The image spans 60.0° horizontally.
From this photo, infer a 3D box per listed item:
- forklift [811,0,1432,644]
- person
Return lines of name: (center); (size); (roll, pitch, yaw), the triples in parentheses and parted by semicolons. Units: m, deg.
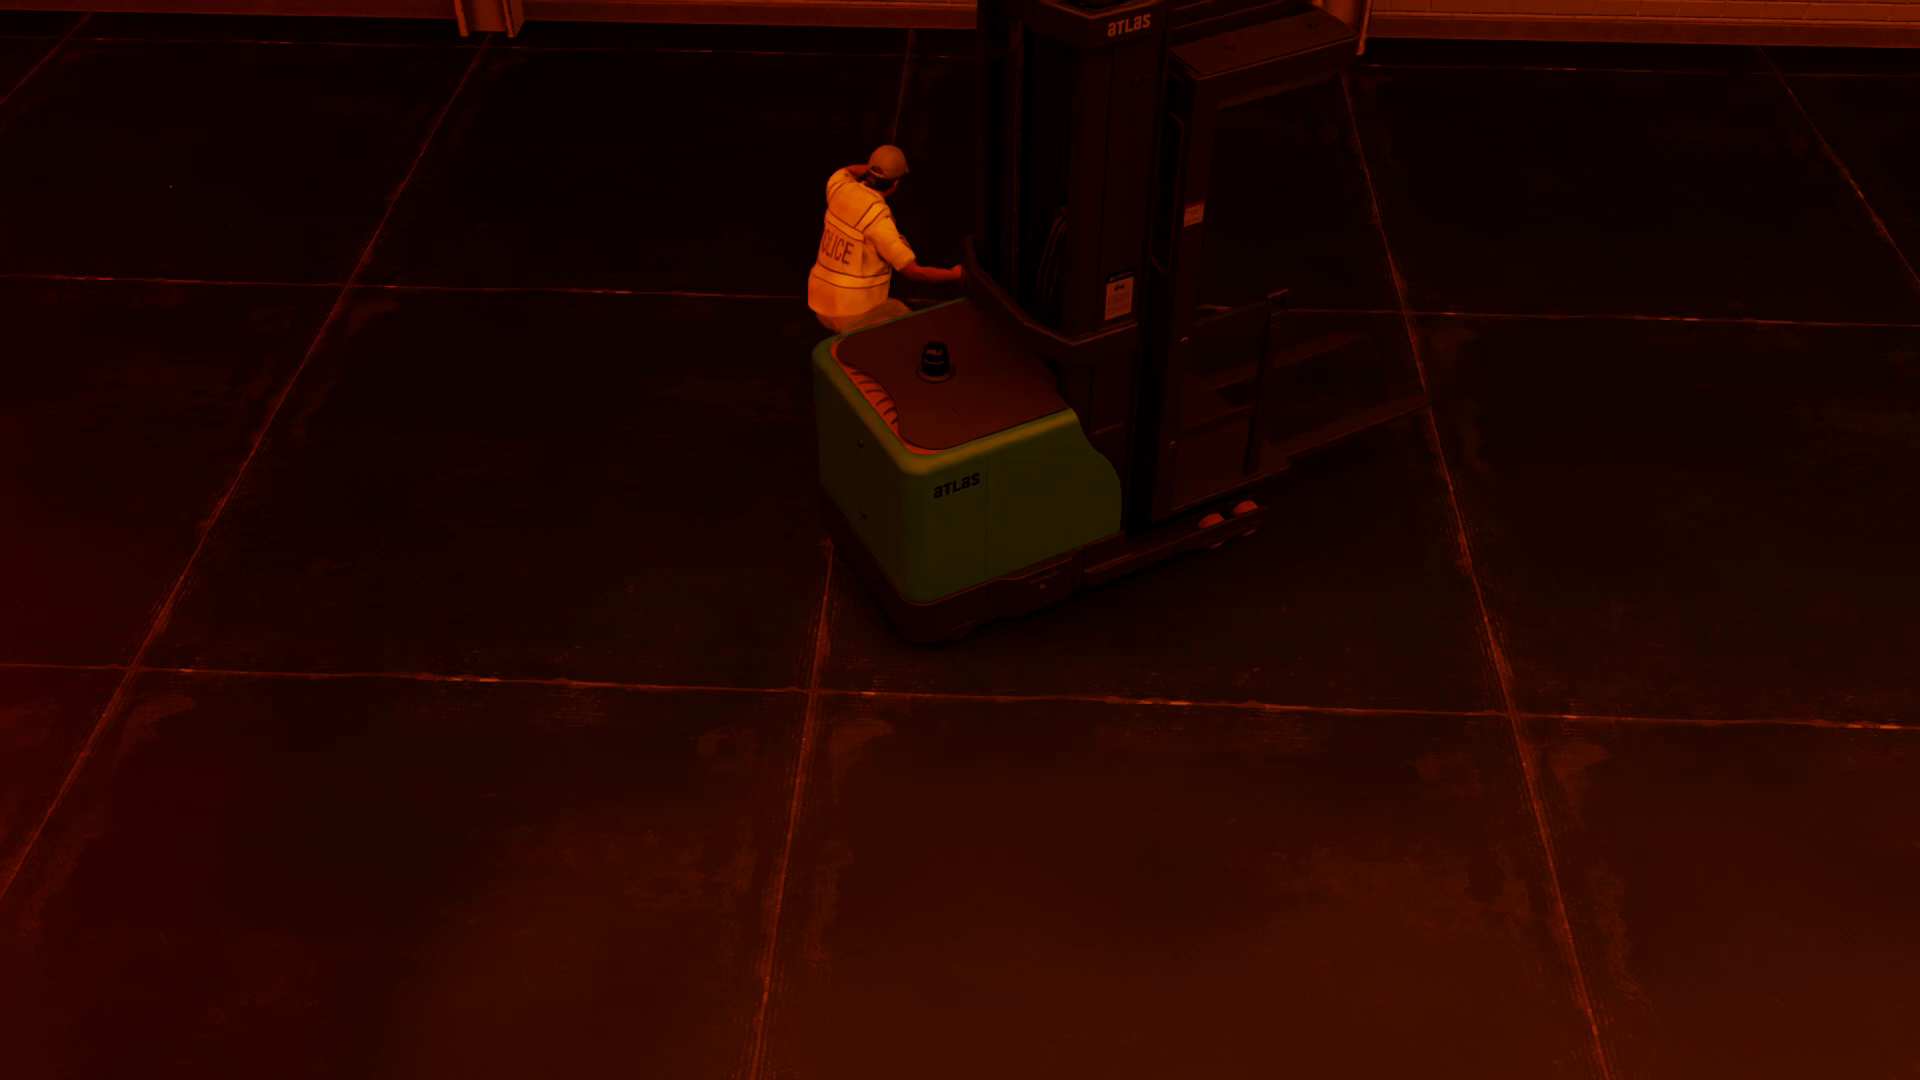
forklift: (0.880, -1.338, 7.208); (3.031, 2.935, 1.130); (-20, 46, -20)
person: (-0.285, -1.221, 8.178); (0.834, 1.411, 1.359); (-27, 49, -26)
